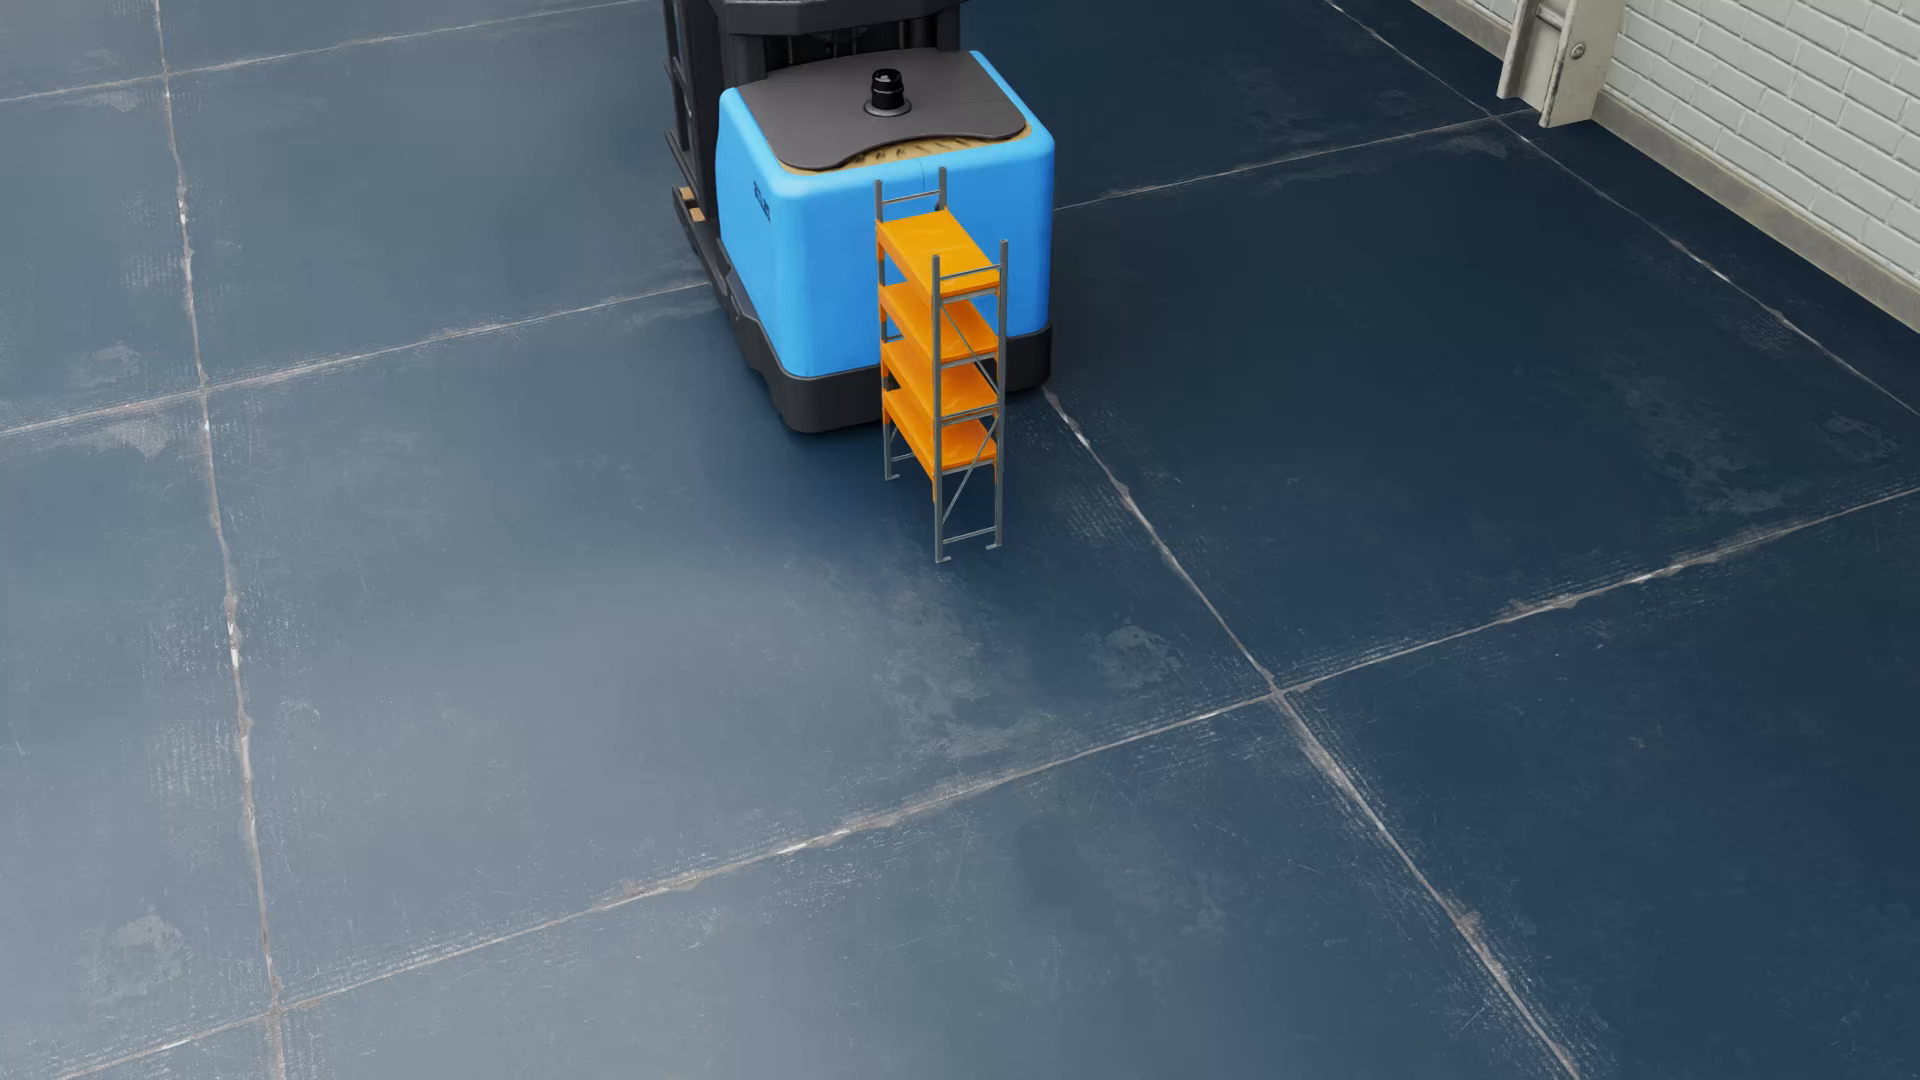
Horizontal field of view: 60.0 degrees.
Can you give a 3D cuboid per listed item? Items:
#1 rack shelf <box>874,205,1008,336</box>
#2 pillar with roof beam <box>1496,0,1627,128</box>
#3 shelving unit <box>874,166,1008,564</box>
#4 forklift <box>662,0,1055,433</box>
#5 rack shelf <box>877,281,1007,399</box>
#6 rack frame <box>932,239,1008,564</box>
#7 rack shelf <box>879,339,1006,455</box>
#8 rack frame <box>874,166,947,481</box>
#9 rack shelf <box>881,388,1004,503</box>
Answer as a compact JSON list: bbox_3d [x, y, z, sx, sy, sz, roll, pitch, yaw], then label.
[{"bbox_3d":[-0.063,-0.853,5.219,0.258,0.148,0.480,-15,43,-17],"label":"rack shelf"},{"bbox_3d":[-1.070,-4.494,4.075,9.100,9.000,0.400,-15,43,-17],"label":"pillar with roof beam"},{"bbox_3d":[-0.063,-0.555,5.475,0.258,1.200,0.503,-15,43,-17],"label":"shelving unit"},{"bbox_3d":[-0.630,-2.473,6.378,1.130,2.935,3.031,-13,42,-15],"label":"forklift"},{"bbox_3d":[-0.063,-0.673,5.373,0.258,0.148,0.480,-15,43,-17],"label":"rack shelf"},{"bbox_3d":[0.030,-0.408,5.304,0.240,1.200,0.015,-15,43,-17],"label":"rack frame"},{"bbox_3d":[-0.063,-0.504,5.519,0.258,0.148,0.480,-15,43,-17],"label":"rack shelf"},{"bbox_3d":[-0.157,-0.702,5.646,0.240,1.200,0.015,-15,43,-17],"label":"rack frame"},{"bbox_3d":[-0.063,-0.353,5.648,0.258,0.148,0.480,-15,43,-17],"label":"rack shelf"}]
